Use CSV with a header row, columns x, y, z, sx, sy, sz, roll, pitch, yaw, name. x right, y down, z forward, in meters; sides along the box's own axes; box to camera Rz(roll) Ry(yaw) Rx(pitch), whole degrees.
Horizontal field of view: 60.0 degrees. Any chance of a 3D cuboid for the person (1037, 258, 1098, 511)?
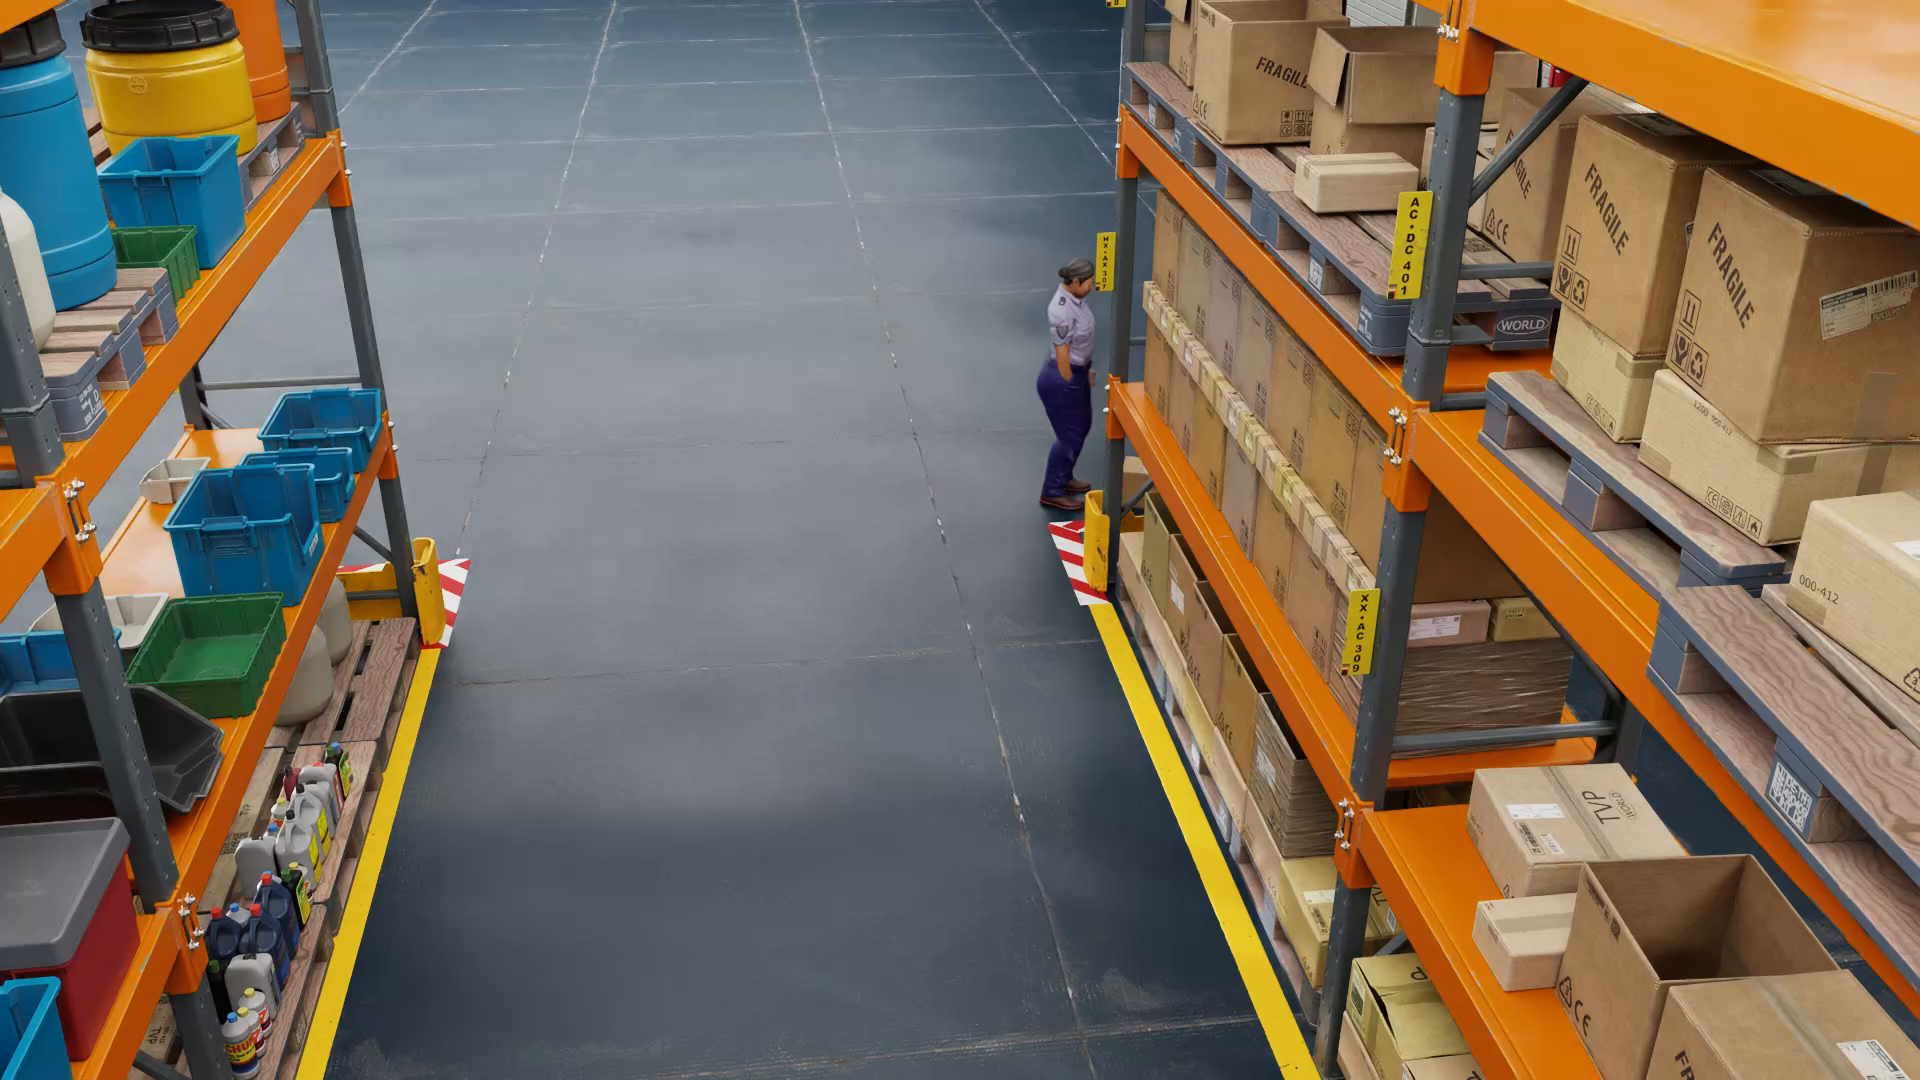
x,y,z,sx,sy,sz,roll,pitch,yaw,name
0.686,-1.020,10.640,0.349,1.631,0.483,6,28,12,person
